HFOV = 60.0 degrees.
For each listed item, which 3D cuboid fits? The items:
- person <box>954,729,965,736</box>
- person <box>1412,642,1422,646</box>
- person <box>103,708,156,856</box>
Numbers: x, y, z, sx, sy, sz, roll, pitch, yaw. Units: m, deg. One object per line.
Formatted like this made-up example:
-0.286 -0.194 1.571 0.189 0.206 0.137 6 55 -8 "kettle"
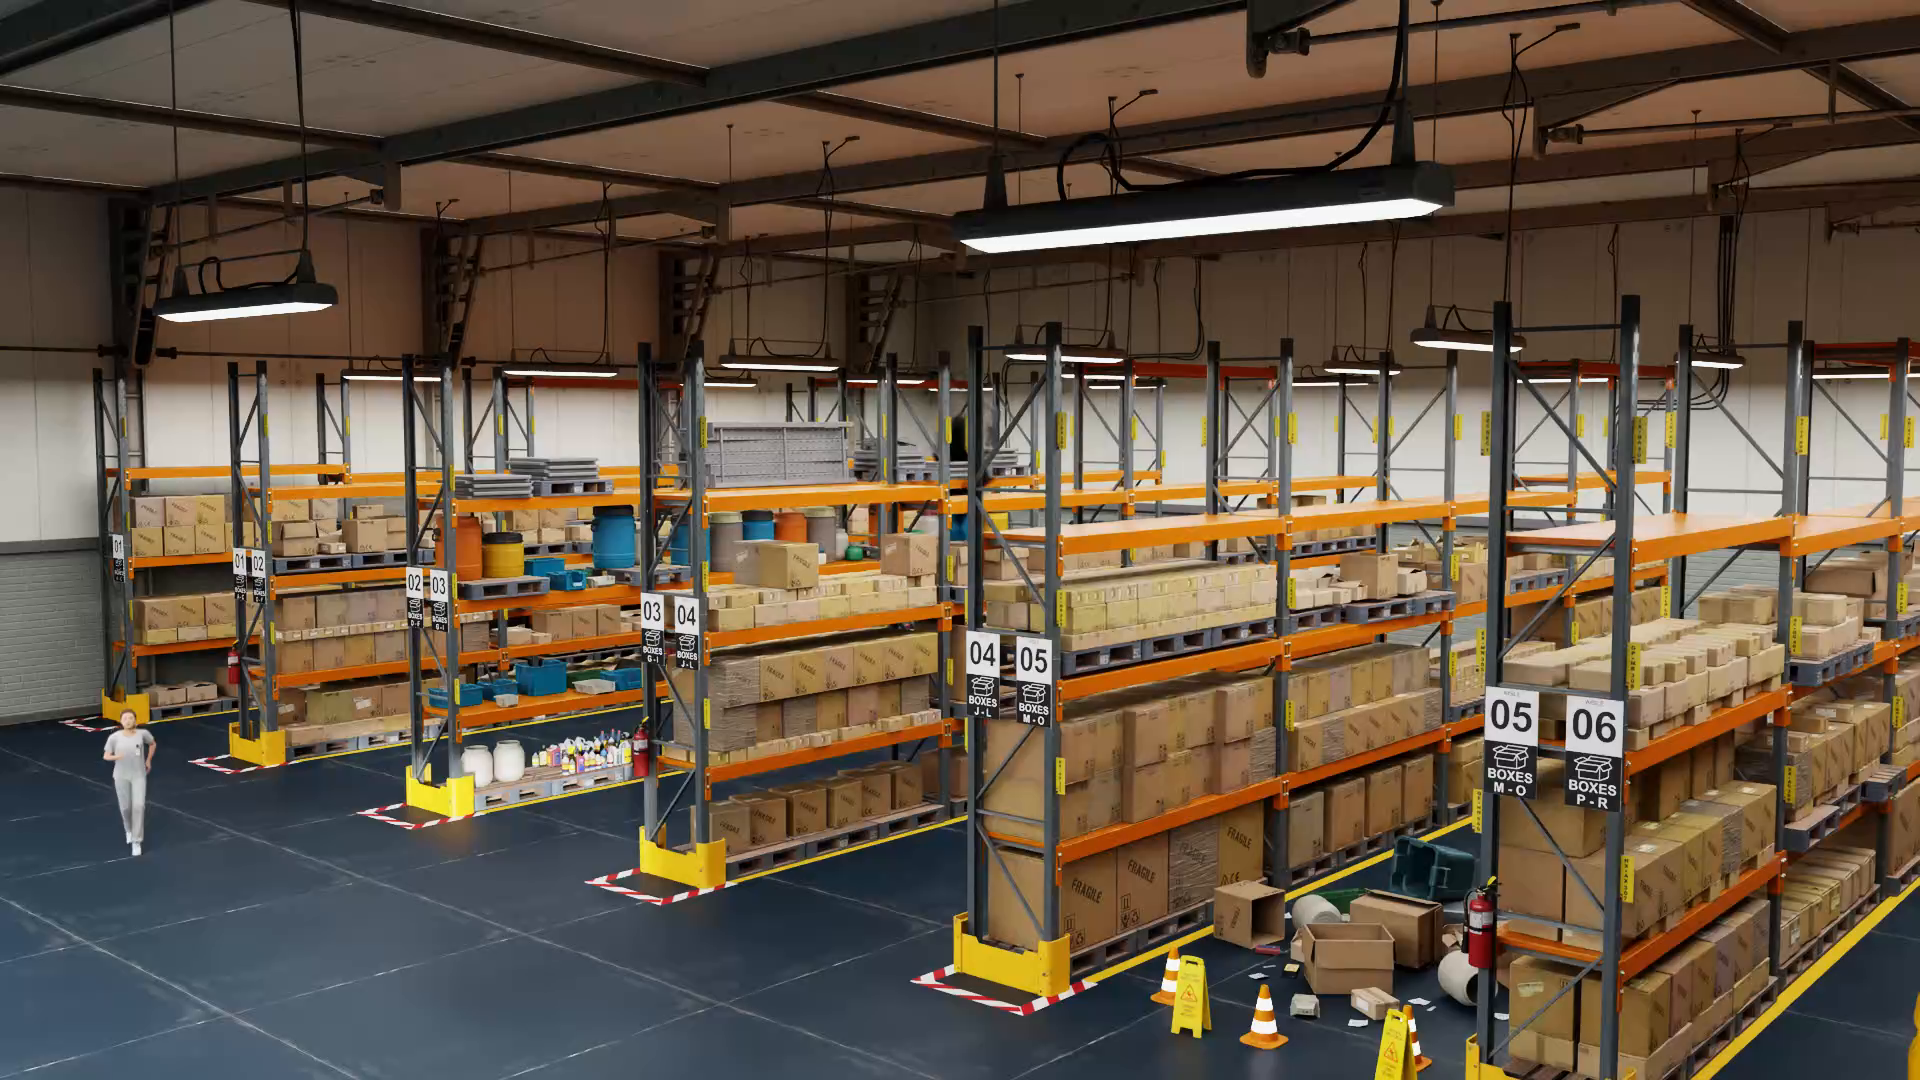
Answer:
-0.044 2.200 25.523 0.607 1.615 0.503 2 5 26 "person"
6.871 2.430 25.140 0.660 1.790 0.800 3 5 37 "person"
-9.874 2.842 19.791 0.559 1.682 0.881 -2 5 -23 "person"
